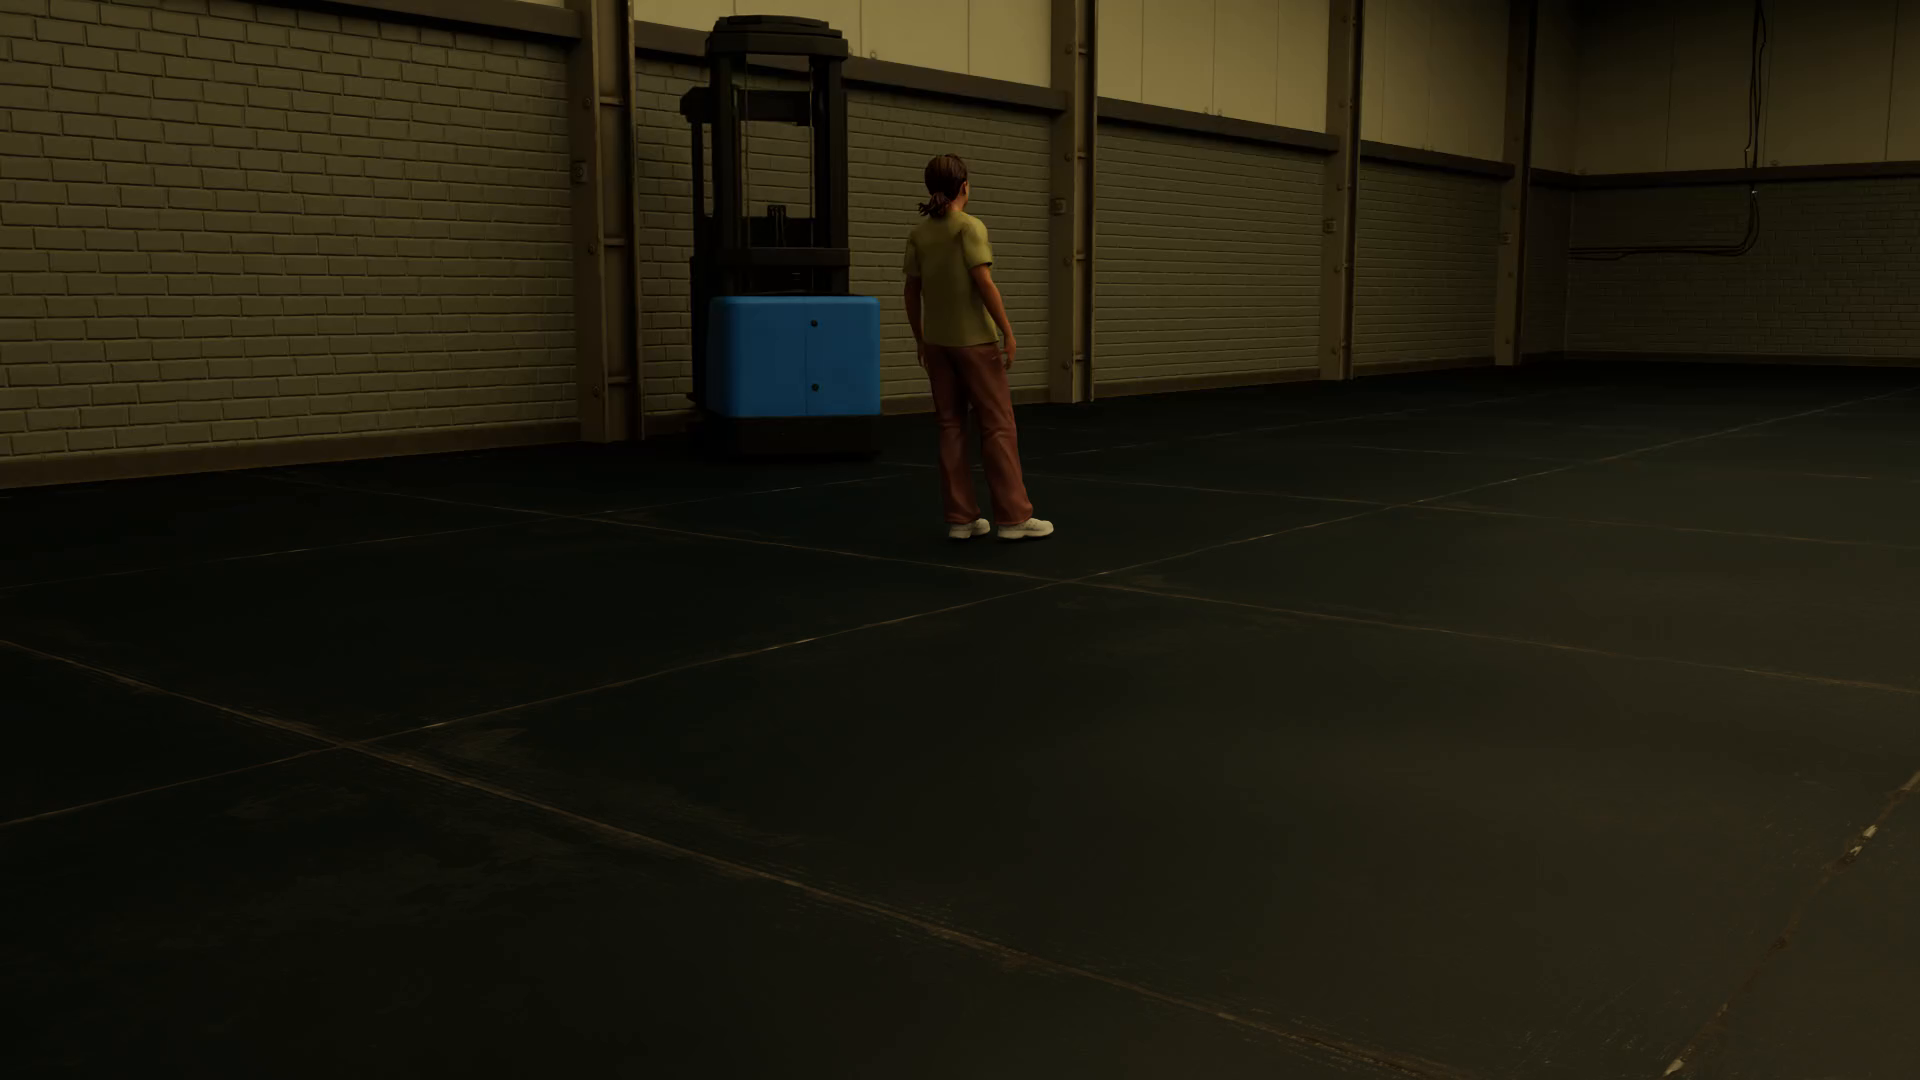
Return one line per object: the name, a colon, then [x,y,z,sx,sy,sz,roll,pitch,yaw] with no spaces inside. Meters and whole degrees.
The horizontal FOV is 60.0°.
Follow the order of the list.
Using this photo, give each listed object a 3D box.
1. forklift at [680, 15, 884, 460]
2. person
forklift: [-1.396,-2.149,11.964,1.130,2.935,3.031,-2,9,-16]
person: [0.056,-0.844,7.332,0.553,1.675,0.549,7,11,38]
